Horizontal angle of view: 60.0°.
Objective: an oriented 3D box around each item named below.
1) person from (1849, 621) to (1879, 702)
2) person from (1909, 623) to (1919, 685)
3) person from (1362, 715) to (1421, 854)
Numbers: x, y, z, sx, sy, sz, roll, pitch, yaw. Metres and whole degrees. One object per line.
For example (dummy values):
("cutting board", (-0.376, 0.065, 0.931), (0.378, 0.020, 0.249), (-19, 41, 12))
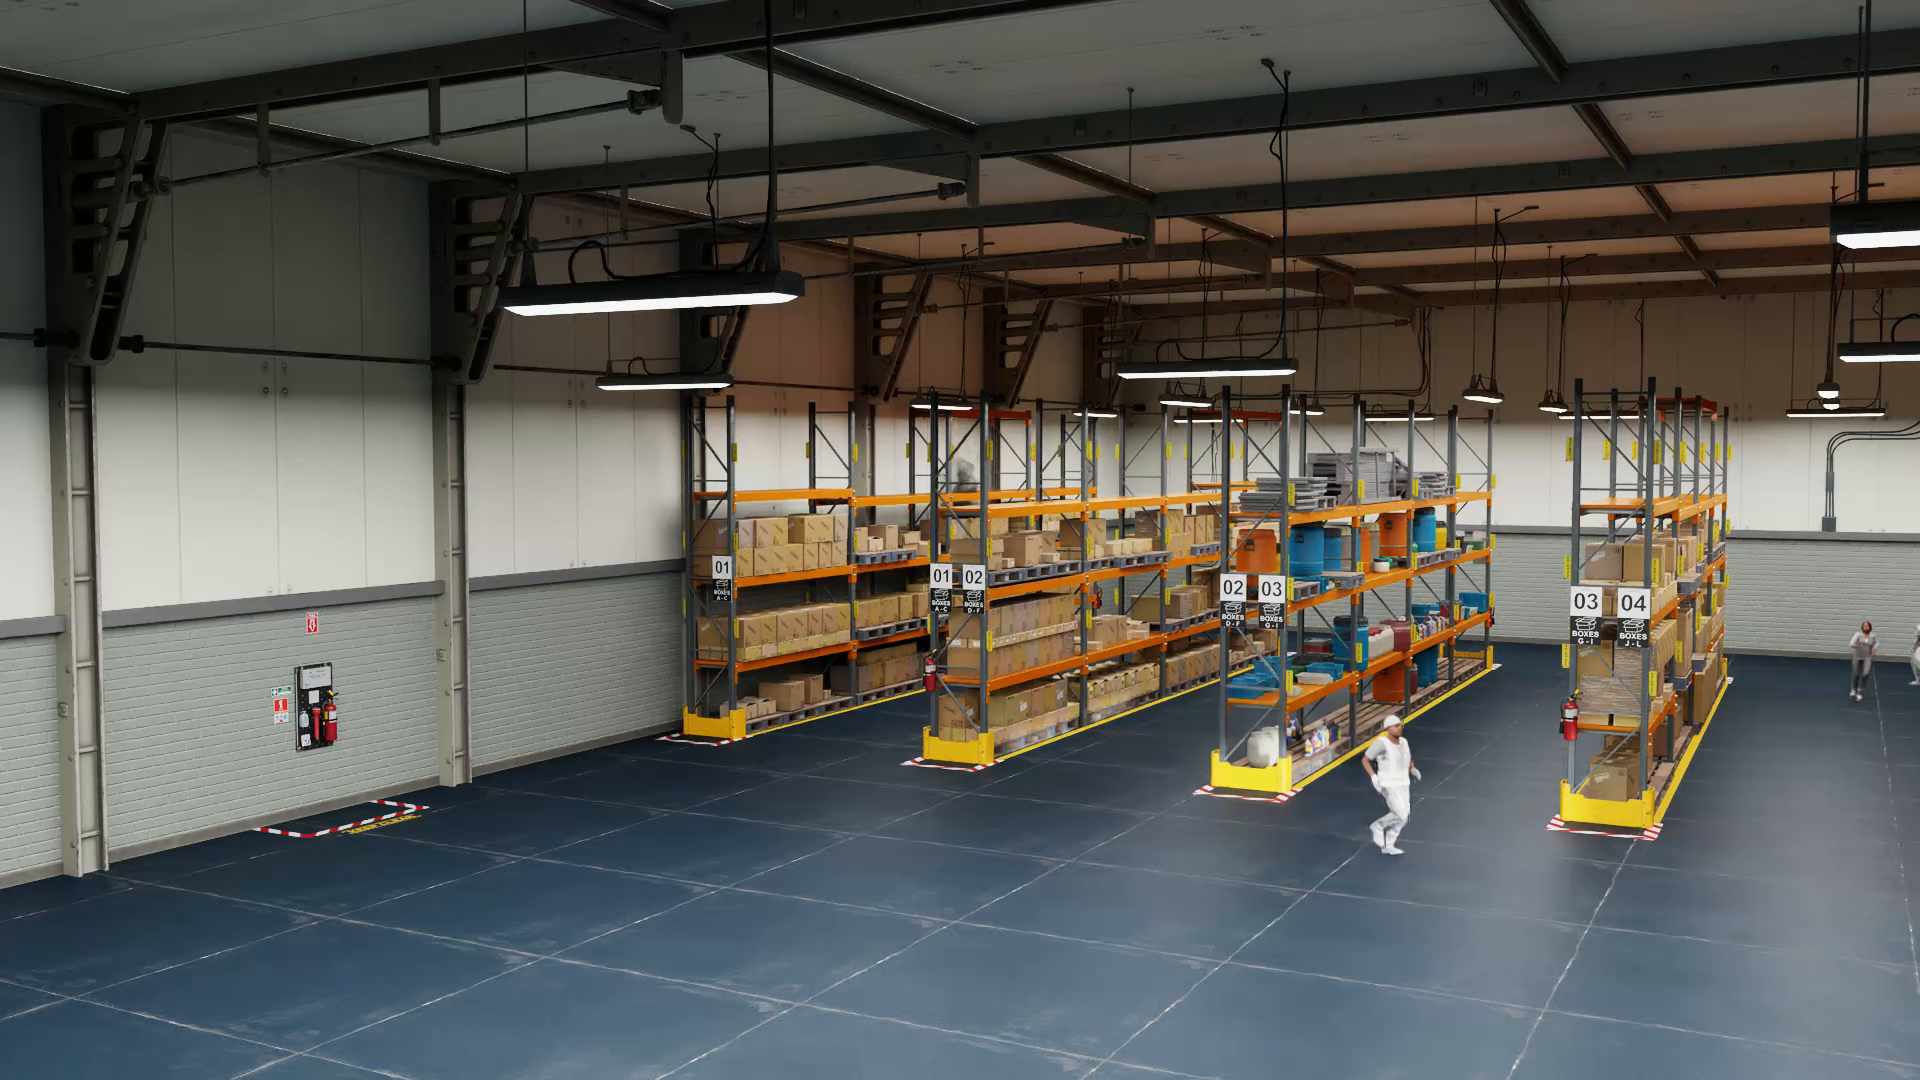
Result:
("person", (18.236, 2.446, 33.563), (0.537, 1.643, 0.698), (1, 3, 26))
("person", (20.708, 2.355, 35.531), (0.642, 1.620, 0.794), (1, 3, 20))
("person", (5.410, 3.049, 20.616), (0.691, 1.740, 0.583), (-2, 4, -34))
